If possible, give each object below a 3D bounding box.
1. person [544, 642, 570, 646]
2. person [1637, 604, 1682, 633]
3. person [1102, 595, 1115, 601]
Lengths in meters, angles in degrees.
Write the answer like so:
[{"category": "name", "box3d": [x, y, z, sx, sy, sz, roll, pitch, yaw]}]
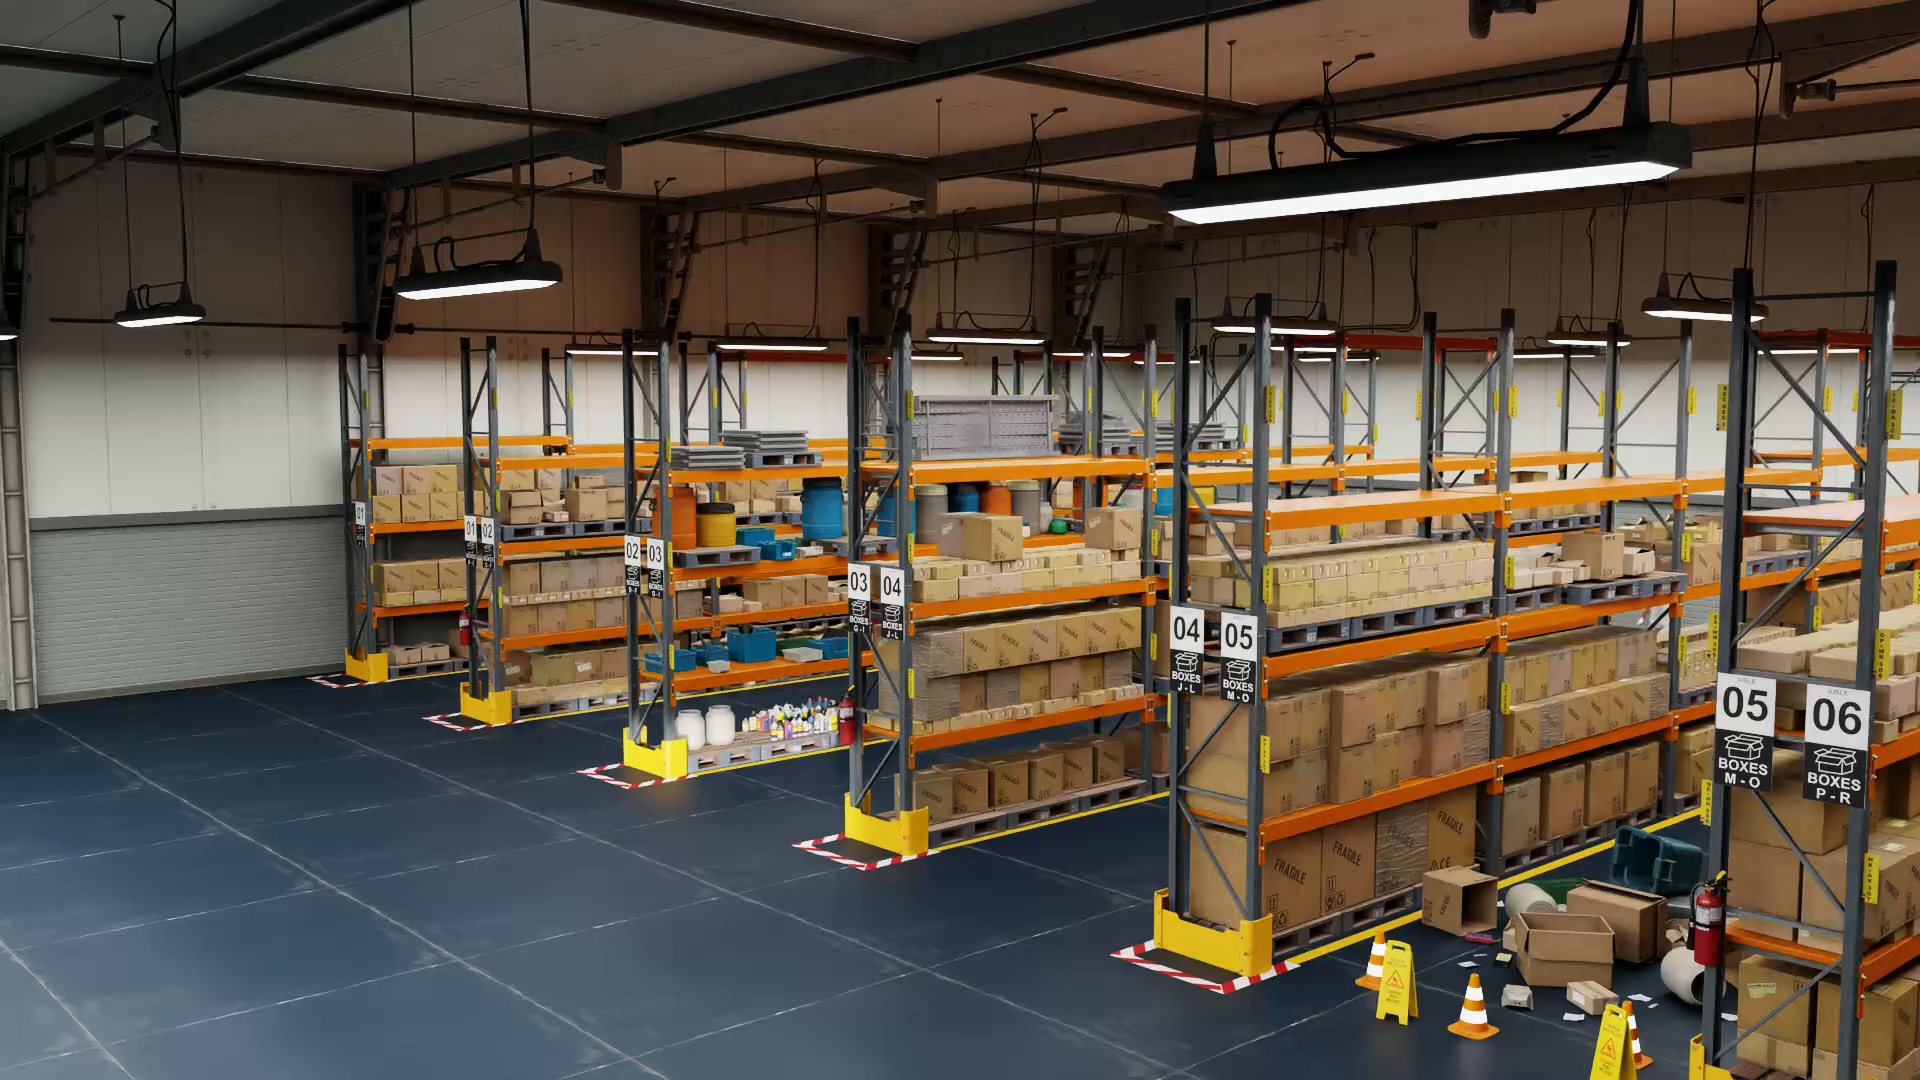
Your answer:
[{"category": "person", "box3d": [-7.237, 1.681, 29.798, 0.697, 1.718, 0.849, 0, 5, -5]}, {"category": "person", "box3d": [12.909, 1.562, 30.645, 0.793, 1.734, 0.717, 3, 6, 31]}, {"category": "person", "box3d": [2.951, 1.339, 33.220, 0.814, 1.754, 0.615, -5, 7, -41]}]
